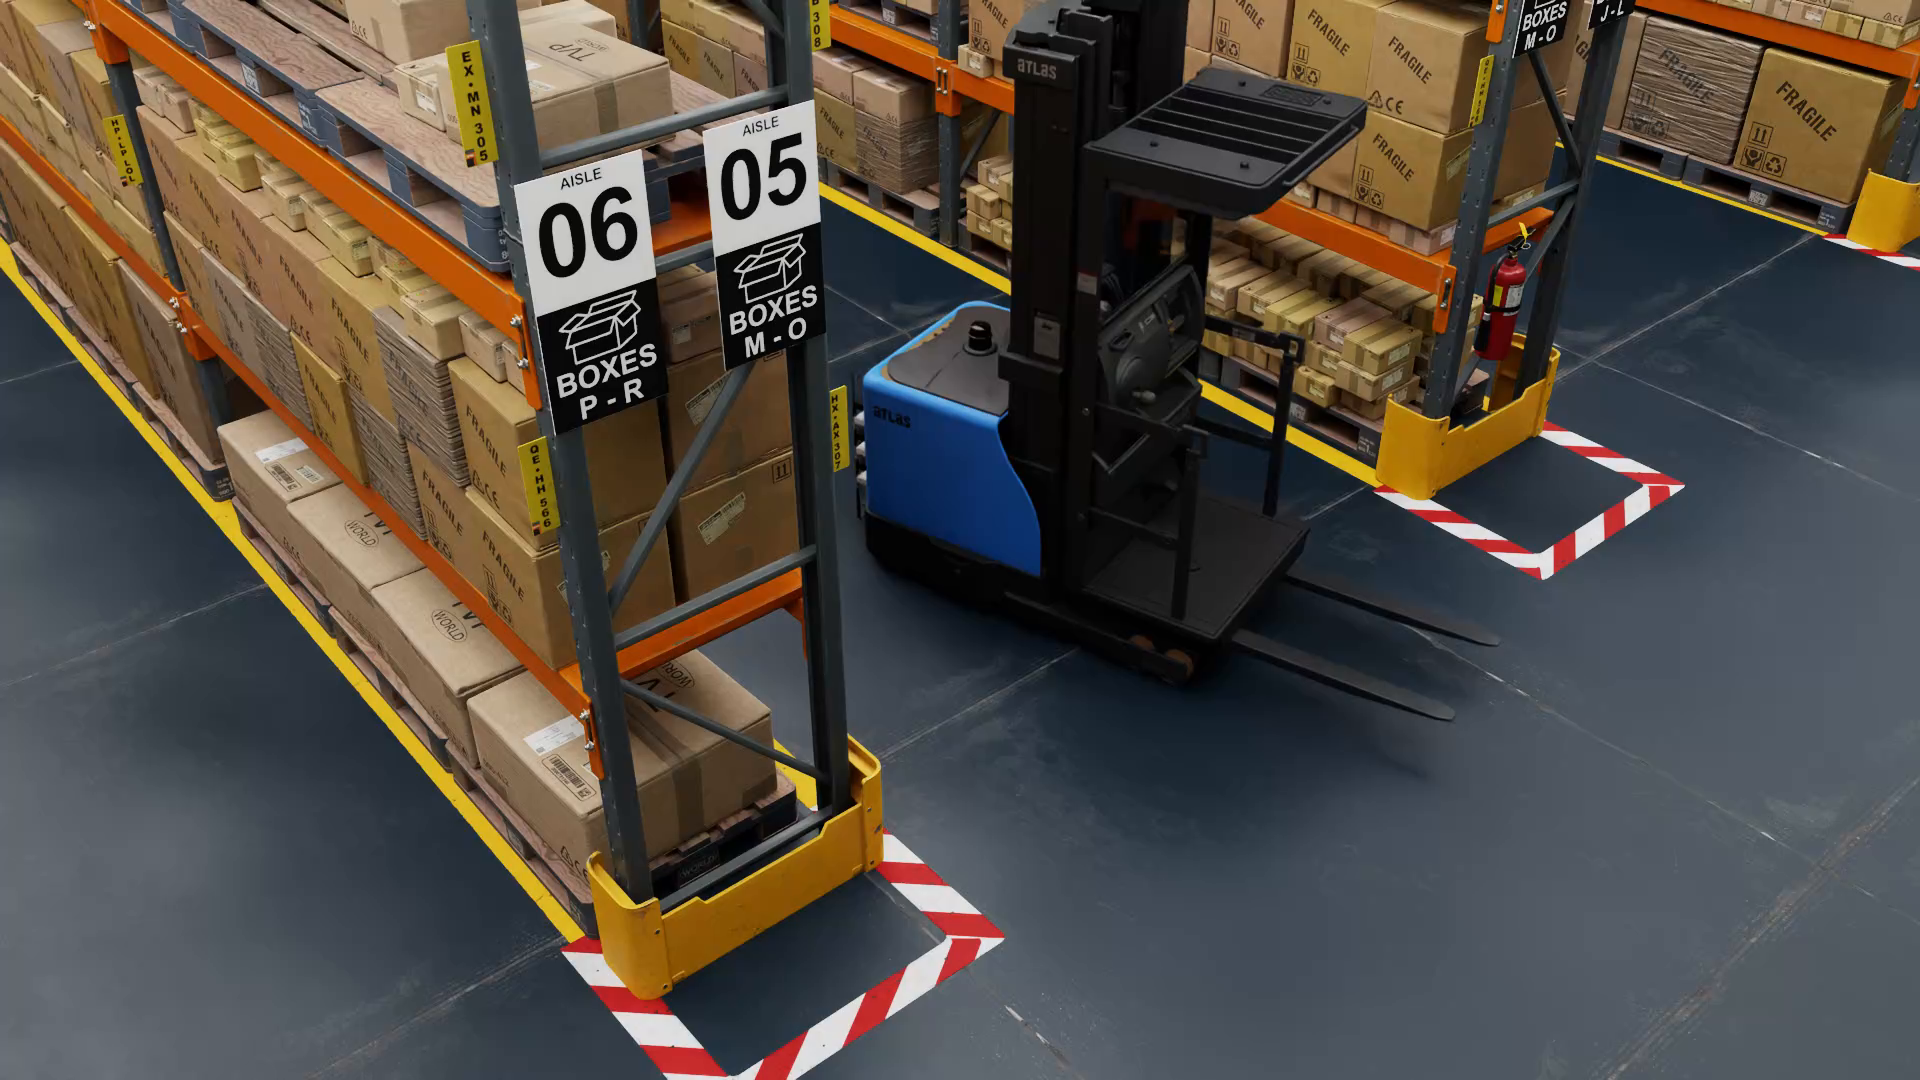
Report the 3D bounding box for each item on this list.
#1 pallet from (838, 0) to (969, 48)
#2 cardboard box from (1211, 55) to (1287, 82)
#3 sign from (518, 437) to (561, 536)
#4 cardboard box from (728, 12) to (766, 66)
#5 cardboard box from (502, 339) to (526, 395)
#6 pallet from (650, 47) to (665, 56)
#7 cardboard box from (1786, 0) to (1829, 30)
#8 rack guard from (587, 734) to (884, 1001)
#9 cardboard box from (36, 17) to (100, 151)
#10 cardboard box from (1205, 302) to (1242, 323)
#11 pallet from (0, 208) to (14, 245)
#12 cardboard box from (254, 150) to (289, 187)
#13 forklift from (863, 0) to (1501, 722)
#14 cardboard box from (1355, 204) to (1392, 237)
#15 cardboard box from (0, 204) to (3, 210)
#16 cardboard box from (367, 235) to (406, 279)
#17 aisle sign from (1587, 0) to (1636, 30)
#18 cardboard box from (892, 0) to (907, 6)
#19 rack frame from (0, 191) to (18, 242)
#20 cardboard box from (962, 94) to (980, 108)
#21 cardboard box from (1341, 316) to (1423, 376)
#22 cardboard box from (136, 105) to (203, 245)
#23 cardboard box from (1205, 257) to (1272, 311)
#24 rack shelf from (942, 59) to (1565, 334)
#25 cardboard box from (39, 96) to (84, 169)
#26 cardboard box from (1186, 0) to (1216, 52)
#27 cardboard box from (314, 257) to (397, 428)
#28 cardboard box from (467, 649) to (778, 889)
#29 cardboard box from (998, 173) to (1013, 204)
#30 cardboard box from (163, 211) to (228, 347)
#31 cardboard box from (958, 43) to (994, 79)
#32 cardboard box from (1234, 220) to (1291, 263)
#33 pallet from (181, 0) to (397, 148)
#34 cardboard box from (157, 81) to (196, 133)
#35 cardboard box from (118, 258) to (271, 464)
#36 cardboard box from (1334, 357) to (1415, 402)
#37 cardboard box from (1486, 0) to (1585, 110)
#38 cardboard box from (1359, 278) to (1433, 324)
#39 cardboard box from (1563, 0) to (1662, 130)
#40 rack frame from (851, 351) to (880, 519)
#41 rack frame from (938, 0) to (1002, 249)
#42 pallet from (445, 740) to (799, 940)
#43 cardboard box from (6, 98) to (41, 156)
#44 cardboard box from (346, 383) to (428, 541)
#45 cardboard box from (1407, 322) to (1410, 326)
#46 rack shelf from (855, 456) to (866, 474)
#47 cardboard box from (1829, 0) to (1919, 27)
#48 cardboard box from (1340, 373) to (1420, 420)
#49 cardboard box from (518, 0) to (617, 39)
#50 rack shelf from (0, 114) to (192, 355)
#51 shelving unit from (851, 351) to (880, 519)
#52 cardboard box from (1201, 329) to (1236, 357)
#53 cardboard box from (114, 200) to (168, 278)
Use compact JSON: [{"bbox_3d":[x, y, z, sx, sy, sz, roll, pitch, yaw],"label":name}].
[{"bbox_3d":[-0.104,-3.760,11.531,1.003,0.211,1.213,-26,43,-32],"label":"pallet"},{"bbox_3d":[1.709,-2.395,9.093,0.500,0.500,0.500,-26,43,-32],"label":"cardboard box"},{"bbox_3d":[-1.281,-0.163,5.079,0.100,0.325,0.005,-26,43,-32],"label":"sign"},{"bbox_3d":[-1.407,-3.828,12.612,0.500,0.250,0.500,-26,43,-31],"label":"cardboard box"},{"bbox_3d":[-1.242,-0.587,5.372,0.380,0.149,0.250,-25,43,-31],"label":"cardboard box"},{"bbox_3d":[-2.755,-4.451,14.753,1.003,0.211,1.213,-26,43,-32],"label":"pallet"},{"bbox_3d":[5.901,-3.644,11.418,0.380,0.149,0.250,-26,43,-32],"label":"cardboard box"},{"bbox_3d":[-0.842,1.241,6.466,1.175,0.500,0.348,-26,43,-32],"label":"rack guard"},{"bbox_3d":[-4.258,-2.334,8.400,0.500,0.500,0.500,-25,42,-31],"label":"cardboard box"},{"bbox_3d":[1.620,-1.389,9.863,0.380,0.149,0.250,-25,42,-31],"label":"cardboard box"},{"bbox_3d":[-6.523,-2.529,12.040,1.003,0.211,1.213,-26,43,-32],"label":"pallet"},{"bbox_3d":[-2.571,-1.488,6.644,0.380,0.149,0.250,-26,43,-32],"label":"cardboard box"},{"bbox_3d":[1.033,-0.873,7.348,3.031,2.935,1.130,21,40,26],"label":"forklift"},{"bbox_3d":[2.301,-1.740,8.731,0.380,0.149,0.250,-26,43,-32],"label":"cardboard box"},{"bbox_3d":[-6.377,-2.674,11.742,0.950,0.372,0.625,-29,45,-35],"label":"cardboard box"},{"bbox_3d":[-1.901,-1.041,6.013,0.380,0.149,0.250,-26,43,-32],"label":"cardboard box"},{"bbox_3d":[3.135,-2.821,7.790,0.394,0.787,0.004,-26,43,-32],"label":"aisle sign"},{"bbox_3d":[-0.298,-3.731,11.179,0.380,0.149,0.250,-26,43,-32],"label":"cardboard box"},{"bbox_3d":[-6.020,-3.322,10.746,1.000,3.000,0.127,-26,43,-32],"label":"rack frame"},{"bbox_3d":[0.003,-3.329,11.907,0.500,0.250,0.500,-28,44,-34],"label":"cardboard box"},{"bbox_3d":[2.324,-1.071,9.156,0.380,0.149,0.250,-25,43,-31],"label":"cardboard box"},{"bbox_3d":[-3.316,-1.704,7.510,0.500,0.500,0.500,-26,43,-31],"label":"cardboard box"},{"bbox_3d":[1.607,-1.506,9.770,0.380,0.149,0.250,-24,42,-30],"label":"cardboard box"},{"bbox_3d":[1.568,-2.270,9.883,1.077,0.370,4.000,-26,43,-32],"label":"rack shelf"},{"bbox_3d":[-4.576,-2.247,8.926,0.500,0.250,0.500,-25,42,-31],"label":"cardboard box"},{"bbox_3d":[1.360,-3.042,9.143,0.500,0.500,0.500,-28,44,-33],"label":"cardboard box"},{"bbox_3d":[-2.027,-0.802,6.237,0.500,0.500,0.500,-26,43,-32],"label":"cardboard box"},{"bbox_3d":[-1.360,0.830,6.737,0.875,0.438,0.875,-28,44,-33],"label":"cardboard box"},{"bbox_3d":[0.474,-2.324,10.926,0.380,0.149,0.250,-24,42,-30],"label":"cardboard box"},{"bbox_3d":[-3.336,-1.292,7.793,0.500,0.500,0.500,-25,42,-30],"label":"cardboard box"},{"bbox_3d":[0.210,-3.097,10.646,0.380,0.149,0.250,-24,42,-30],"label":"cardboard box"},{"bbox_3d":[1.916,-1.863,10.275,0.380,0.149,0.250,-25,42,-31],"label":"cardboard box"},{"bbox_3d":[-2.135,-1.840,6.136,1.003,0.211,1.213,-26,43,-32],"label":"pallet"},{"bbox_3d":[-3.255,-1.926,7.262,0.380,0.149,0.250,-25,42,-31],"label":"cardboard box"},{"bbox_3d":[-3.900,-1.104,9.090,0.875,0.875,0.875,-25,42,-30],"label":"cardboard box"},{"bbox_3d":[2.300,-0.937,9.224,0.380,0.149,0.250,-27,44,-33],"label":"cardboard box"},{"bbox_3d":[2.772,-2.548,8.445,0.500,0.500,0.500,-26,43,-32],"label":"cardboard box"},{"bbox_3d":[2.511,-1.366,9.573,0.380,0.149,0.250,-25,42,-31],"label":"cardboard box"},{"bbox_3d":[5.077,-3.838,12.950,0.875,0.875,0.875,-26,43,-32],"label":"cardboard box"},{"bbox_3d":[-0.476,-0.535,8.627,0.006,0.900,0.240,21,40,26],"label":"rack frame"},{"bbox_3d":[0.278,-3.447,10.922,1.000,3.000,0.127,-26,43,-32],"label":"rack frame"},{"bbox_3d":[-1.433,1.024,7.022,1.003,0.211,1.213,-26,43,-32],"label":"pallet"},{"bbox_3d":[-5.217,-2.497,9.711,0.500,0.250,0.500,-25,42,-30],"label":"cardboard box"},{"bbox_3d":[-2.023,-0.395,6.528,0.500,0.500,0.500,-25,42,-31],"label":"cardboard box"},{"bbox_3d":[2.583,-1.279,9.708,0.380,0.149,0.250,-26,43,-32],"label":"cardboard box"},{"bbox_3d":[-0.391,-0.402,8.653,0.200,0.077,0.258,21,40,26],"label":"rack shelf"},{"bbox_3d":[6.198,-3.661,11.098,0.500,0.250,0.500,-27,43,-32],"label":"cardboard box"},{"bbox_3d":[2.360,-0.843,9.350,0.380,0.149,0.250,-25,42,-31],"label":"cardboard box"},{"bbox_3d":[-1.384,-1.690,5.614,0.380,0.149,0.250,-24,42,-30],"label":"cardboard box"},{"bbox_3d":[-4.729,-2.145,9.707,1.077,0.370,4.000,-26,43,-32],"label":"rack shelf"},{"bbox_3d":[-0.391,-0.503,8.582,0.210,0.900,0.258,21,40,26],"label":"shelving unit"},{"bbox_3d":[1.630,-1.261,9.940,0.380,0.149,0.250,-28,44,-34],"label":"cardboard box"},{"bbox_3d":[-3.921,-1.599,8.443,0.500,0.250,0.500,-27,43,-33],"label":"cardboard box"}]
